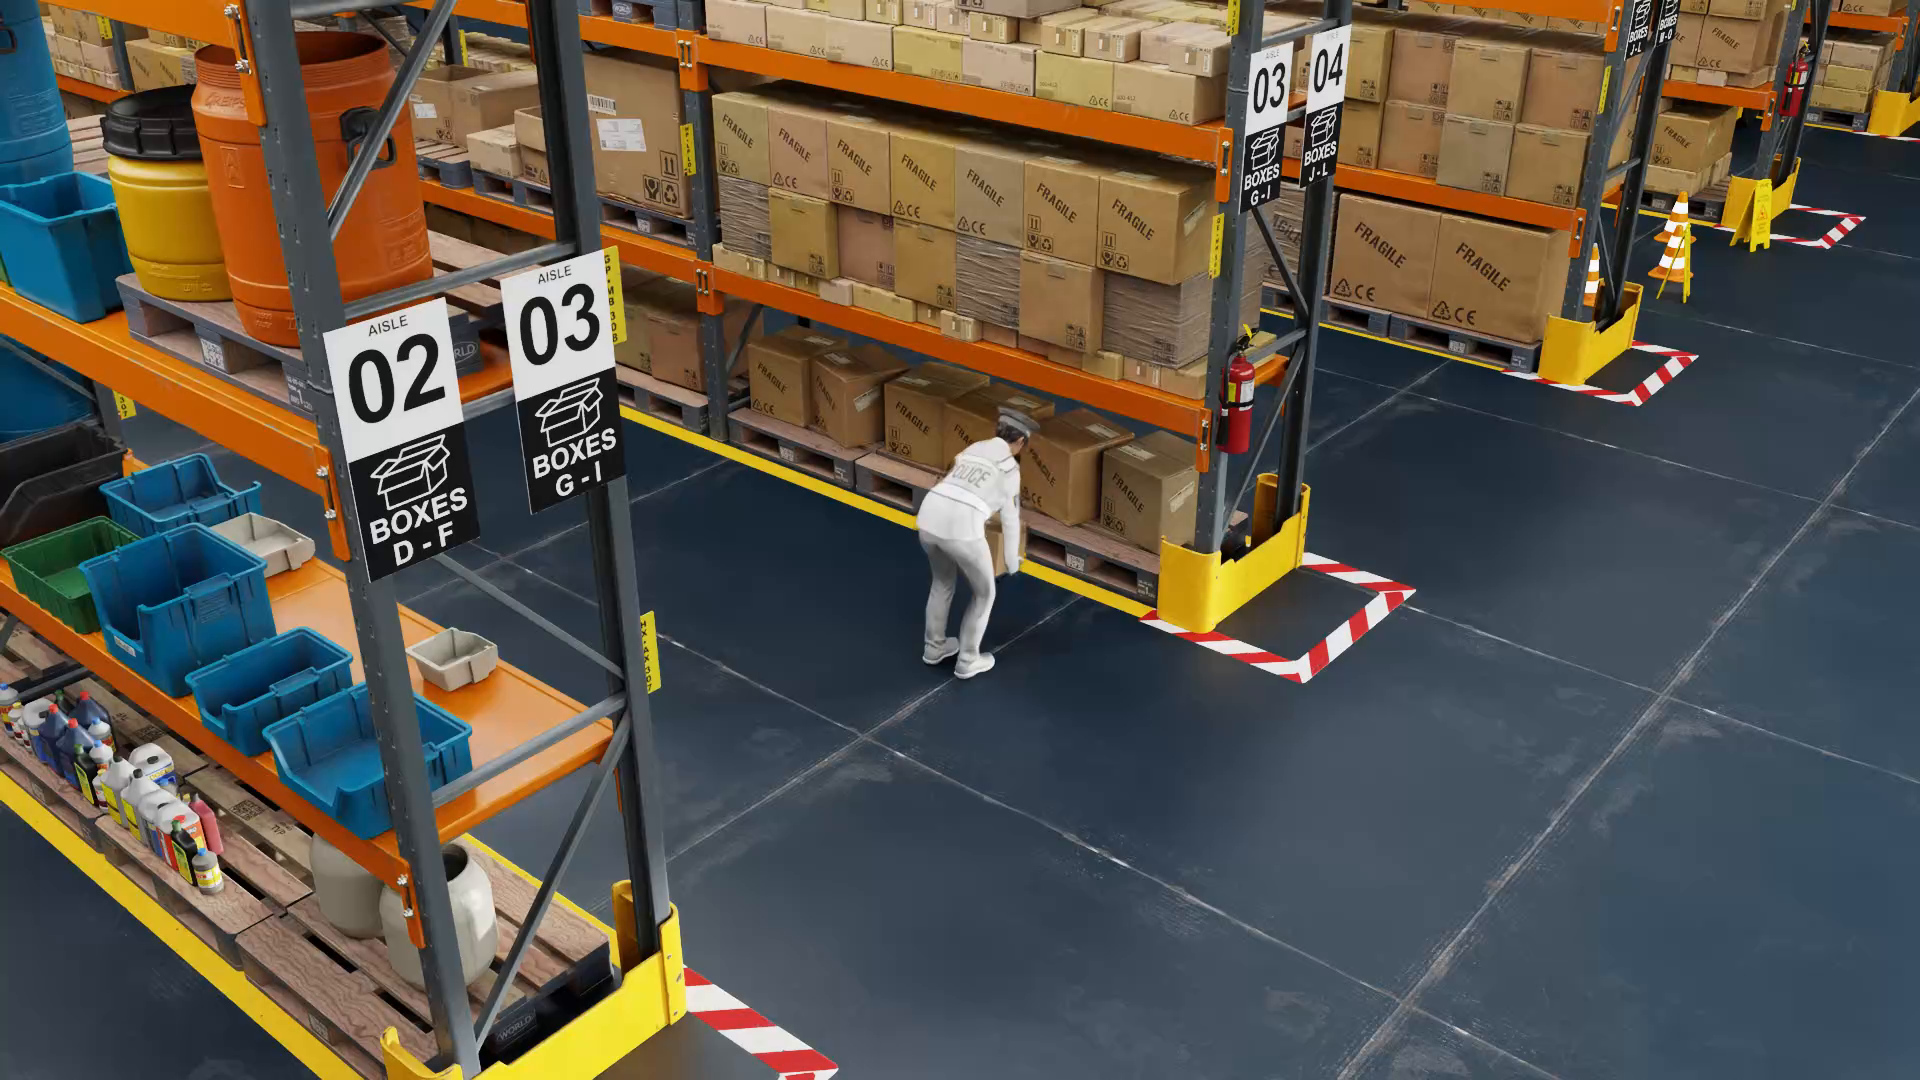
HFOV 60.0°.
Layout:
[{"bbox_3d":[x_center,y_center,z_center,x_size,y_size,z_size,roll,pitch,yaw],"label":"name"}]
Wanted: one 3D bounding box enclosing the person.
[{"bbox_3d":[0.117,-0.005,8.957,0.404,1.367,0.856,20,34,33],"label":"person"}]
